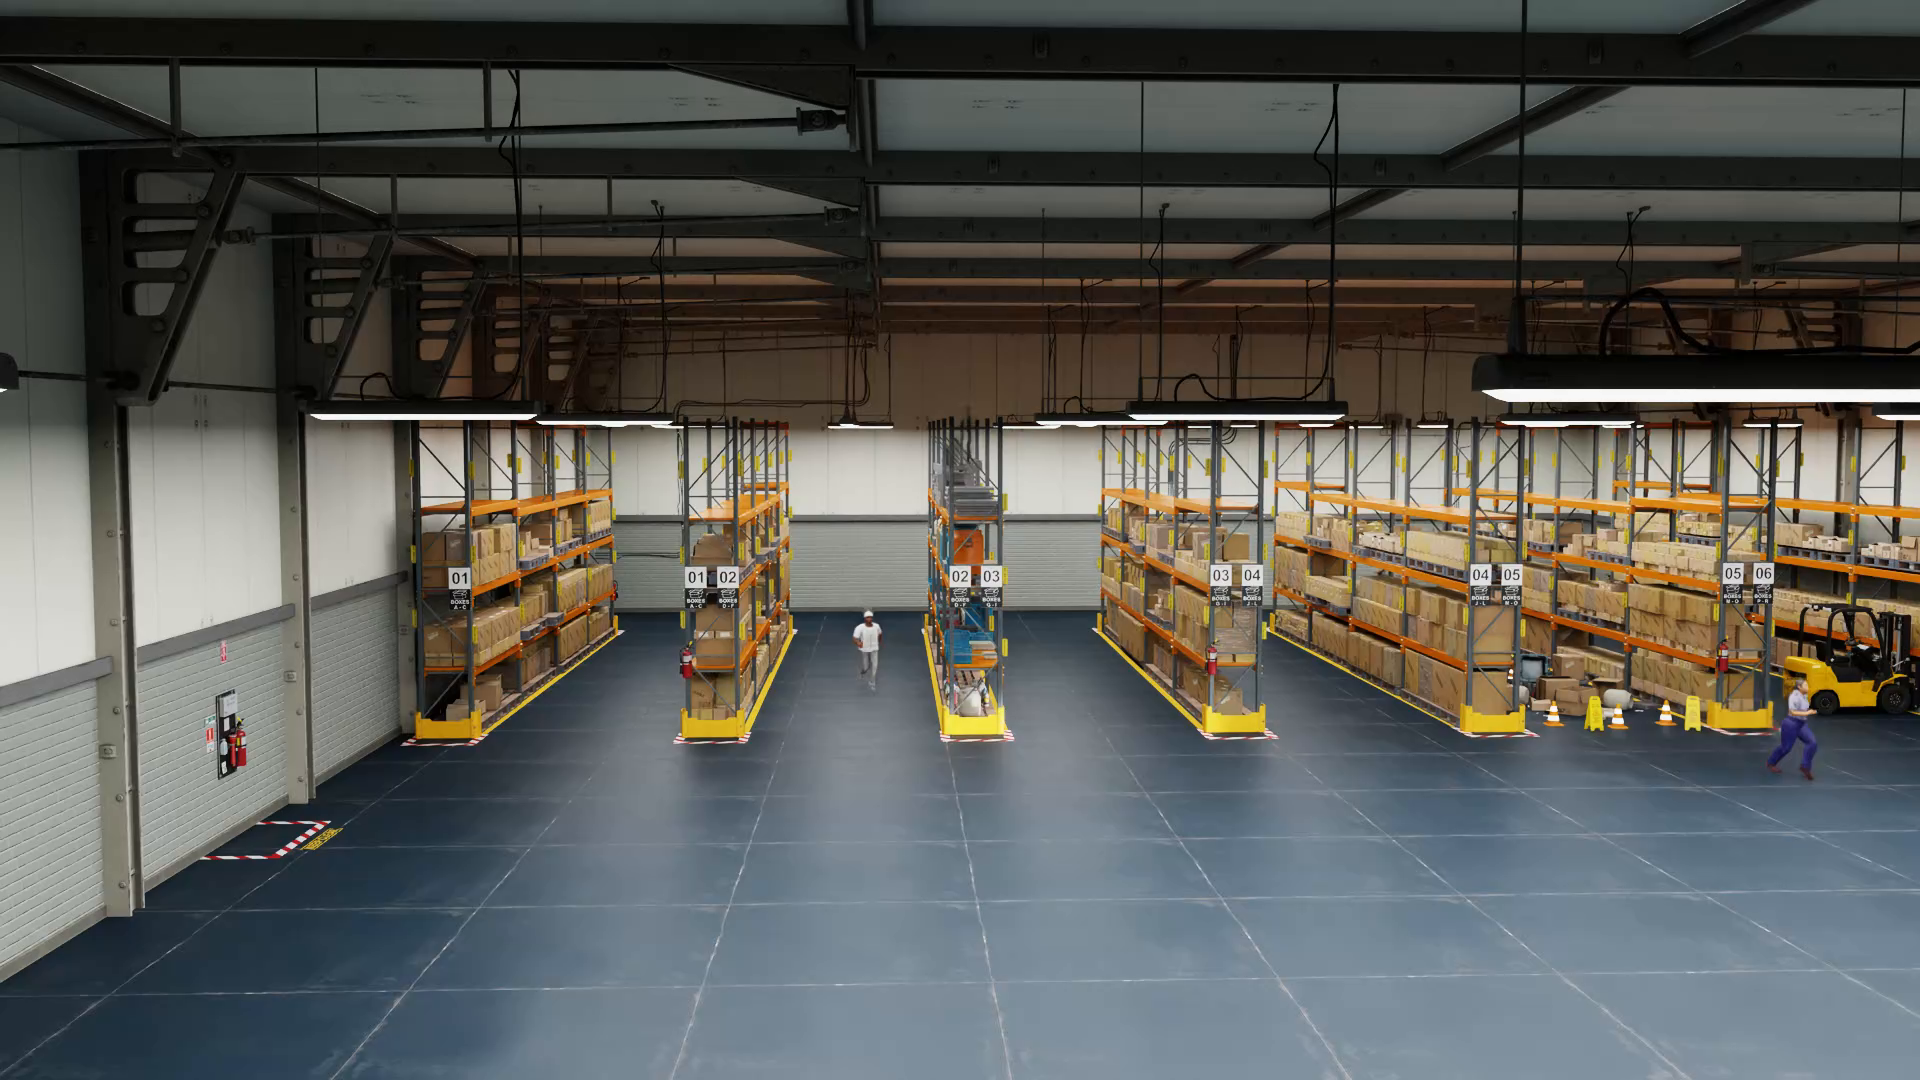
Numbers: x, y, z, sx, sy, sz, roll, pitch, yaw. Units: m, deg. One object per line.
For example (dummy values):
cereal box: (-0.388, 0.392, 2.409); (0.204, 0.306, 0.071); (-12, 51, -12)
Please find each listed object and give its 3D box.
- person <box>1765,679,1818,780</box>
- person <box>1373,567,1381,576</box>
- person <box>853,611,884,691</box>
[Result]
person: (13.783, 3.117, 27.540); (0.626, 1.685, 0.828); (-3, 5, -42)
person: (12.433, 1.657, 49.182); (0.719, 1.763, 0.725); (0, 4, 3)
person: (-2.016, 2.445, 36.871); (0.707, 1.745, 0.877); (-1, 4, -18)
